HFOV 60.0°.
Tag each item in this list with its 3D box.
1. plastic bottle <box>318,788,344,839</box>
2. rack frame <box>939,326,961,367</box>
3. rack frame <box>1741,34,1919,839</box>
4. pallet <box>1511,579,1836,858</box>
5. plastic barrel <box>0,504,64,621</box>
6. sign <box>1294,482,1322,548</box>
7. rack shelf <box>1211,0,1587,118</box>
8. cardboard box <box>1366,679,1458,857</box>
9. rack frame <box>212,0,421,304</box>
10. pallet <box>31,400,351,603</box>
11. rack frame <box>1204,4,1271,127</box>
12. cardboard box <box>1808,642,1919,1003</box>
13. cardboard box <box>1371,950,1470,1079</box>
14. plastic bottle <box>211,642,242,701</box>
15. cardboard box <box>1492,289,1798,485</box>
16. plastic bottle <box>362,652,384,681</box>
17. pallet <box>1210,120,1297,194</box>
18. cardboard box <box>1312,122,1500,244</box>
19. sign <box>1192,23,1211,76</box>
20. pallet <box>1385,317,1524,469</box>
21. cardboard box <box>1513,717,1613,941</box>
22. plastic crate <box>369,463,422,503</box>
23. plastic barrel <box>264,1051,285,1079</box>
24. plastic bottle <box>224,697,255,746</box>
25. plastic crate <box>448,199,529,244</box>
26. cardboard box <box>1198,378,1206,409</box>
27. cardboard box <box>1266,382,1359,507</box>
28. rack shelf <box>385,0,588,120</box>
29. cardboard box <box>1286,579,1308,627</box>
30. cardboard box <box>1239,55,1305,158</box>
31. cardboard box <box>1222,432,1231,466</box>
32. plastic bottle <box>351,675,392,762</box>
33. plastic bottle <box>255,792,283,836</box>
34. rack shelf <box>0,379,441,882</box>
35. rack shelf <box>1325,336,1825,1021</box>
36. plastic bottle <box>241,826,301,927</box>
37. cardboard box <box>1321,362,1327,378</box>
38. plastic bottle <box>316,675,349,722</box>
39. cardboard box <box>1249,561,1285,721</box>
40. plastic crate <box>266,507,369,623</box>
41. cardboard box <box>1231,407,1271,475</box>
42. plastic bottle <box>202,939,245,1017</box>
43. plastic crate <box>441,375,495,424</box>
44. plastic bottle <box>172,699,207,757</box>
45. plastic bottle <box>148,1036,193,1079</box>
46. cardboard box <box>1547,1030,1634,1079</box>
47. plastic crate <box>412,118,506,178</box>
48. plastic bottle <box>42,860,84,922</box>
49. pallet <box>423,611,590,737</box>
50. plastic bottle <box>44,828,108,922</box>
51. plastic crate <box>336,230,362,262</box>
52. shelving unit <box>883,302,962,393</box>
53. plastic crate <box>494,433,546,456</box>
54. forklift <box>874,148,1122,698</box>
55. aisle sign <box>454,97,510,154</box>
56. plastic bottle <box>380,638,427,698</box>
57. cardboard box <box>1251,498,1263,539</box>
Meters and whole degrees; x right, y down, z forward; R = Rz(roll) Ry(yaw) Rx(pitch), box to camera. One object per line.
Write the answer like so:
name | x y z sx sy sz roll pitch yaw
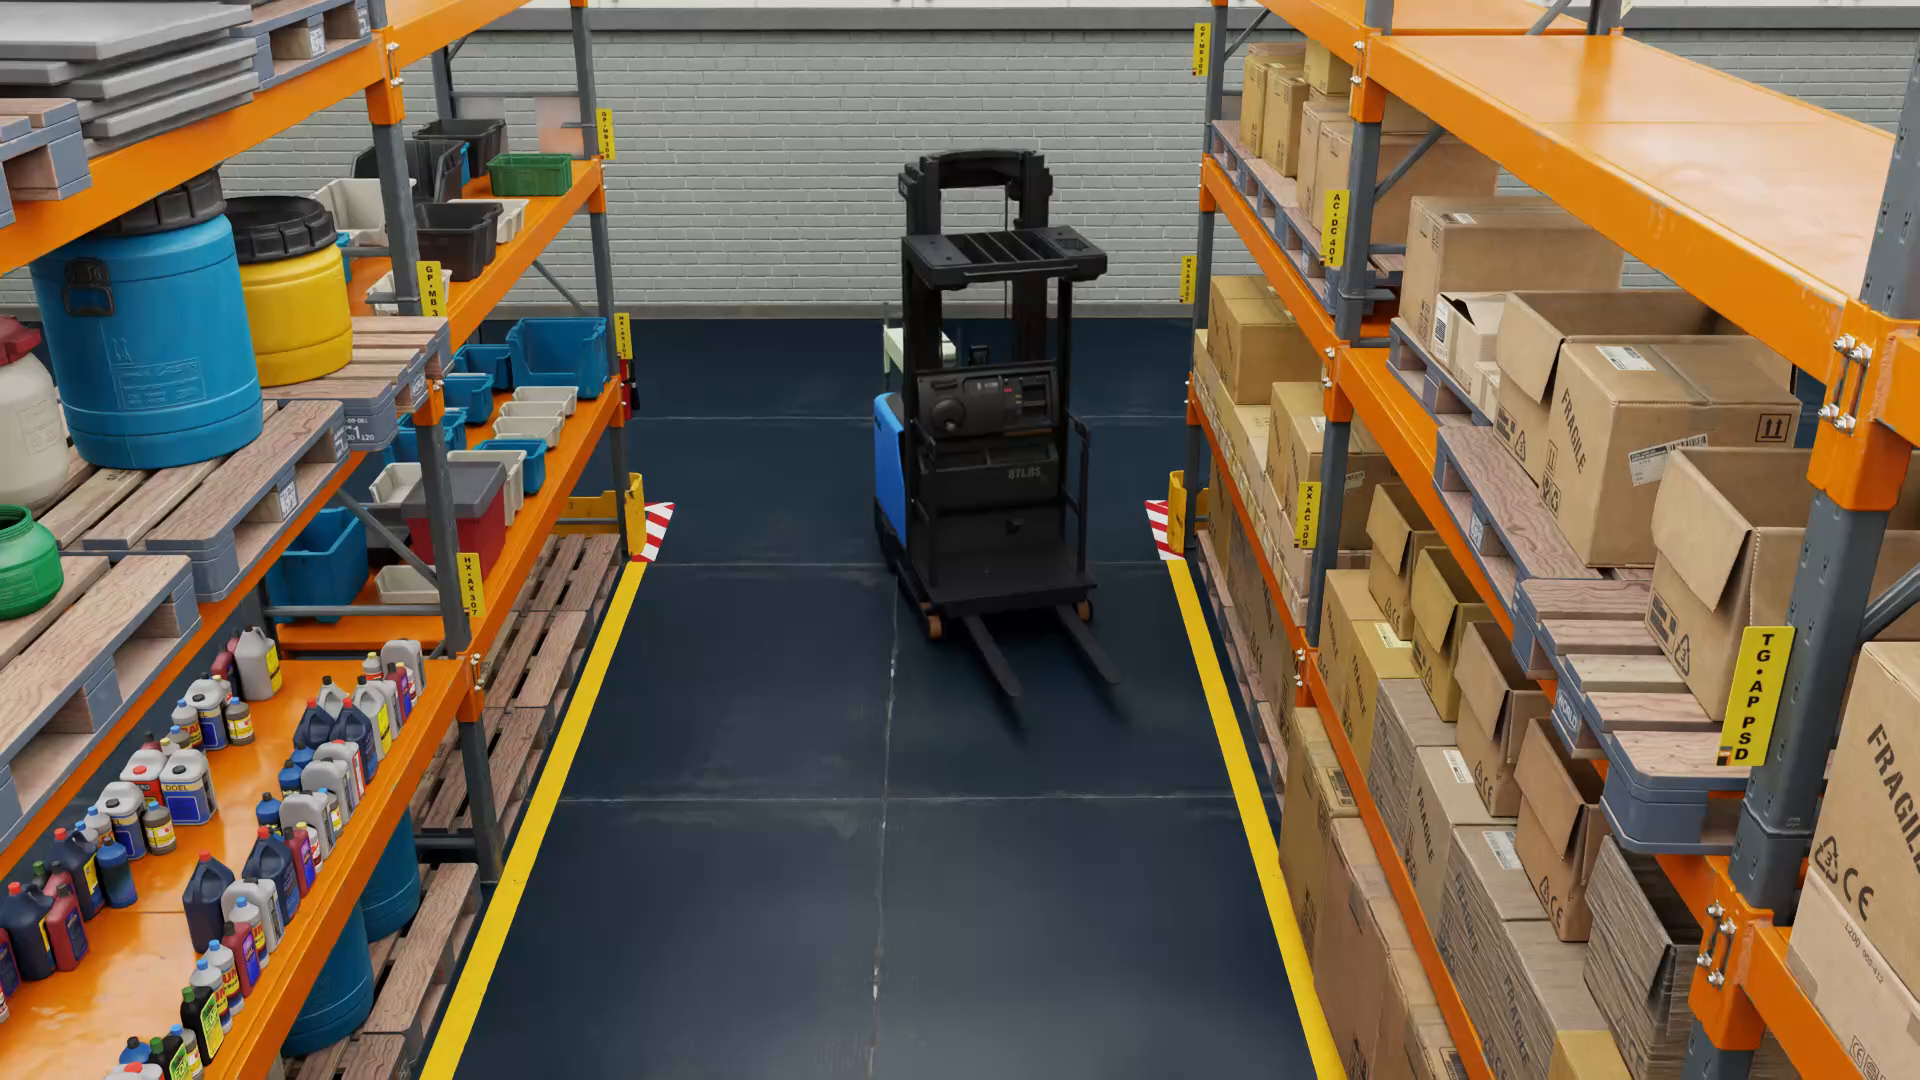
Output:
plastic bottle | -2.443 1.050 6.413 0.097 0.201 0.097 0 24 0
rack frame | -0.191 -0.822 12.130 0.400 1.500 0.023 -6 25 -13
rack frame | 2.186 -0.771 2.917 1.000 3.000 0.127 0 24 -1
pallet | 2.126 0.417 4.160 1.213 0.211 1.003 1 24 2
plastic barrel | -2.549 0.060 4.399 0.294 0.245 0.294 0 24 0
sign | 1.587 -0.113 7.596 0.100 0.325 0.005 0 24 -1
rack shelf | 2.120 -2.733 8.614 1.077 0.370 4.000 0 24 -1
cardboard box | 1.908 0.873 6.442 0.500 0.500 0.500 -1 24 -2
rack frame | -2.811 -2.397 6.512 1.000 3.000 0.127 0 24 -1
pallet | -2.689 -0.154 5.423 1.003 0.211 1.213 0 24 -1
rack frame | 2.098 -4.067 10.206 1.000 3.000 0.127 0 24 -1
cardboard box | 1.934 0.518 2.981 0.500 0.500 0.500 0 24 0
cardboard box | 2.197 2.088 5.946 1.225 0.875 0.875 0 24 0
plastic bottle | -3.232 0.598 7.313 0.061 0.283 0.133 0 24 -1
cardboard box | 2.142 -0.484 5.288 0.797 0.503 0.637 -1 24 -1
plastic bottle | -2.608 0.597 7.415 0.097 0.201 0.097 0 24 0
pallet | 2.117 -2.354 10.166 1.003 0.211 1.213 0 24 -1
cardboard box | 2.073 -1.657 7.764 0.700 0.500 0.500 -2 24 -4
sign | 1.543 -3.135 10.627 0.100 0.325 0.005 0 24 -1
pallet | 2.201 -0.587 6.384 0.805 0.209 1.217 -1 24 -3
cardboard box | 2.190 0.890 5.186 0.797 0.503 0.637 0 24 1
plastic crate | -3.130 -0.286 9.374 0.293 0.136 0.466 0 24 -1
plastic barrel | -2.897 2.028 6.518 0.421 0.512 0.421 0 24 0
plastic bottle | -3.058 0.762 7.049 0.097 0.201 0.097 0 24 0
plastic crate | -2.584 -1.708 8.949 0.437 0.136 0.530 0 24 -1
cardboard box | 1.777 -0.966 10.933 0.380 0.149 0.250 -1 24 -1
cardboard box | 1.868 -0.489 8.485 0.500 0.500 0.500 0 24 0
rack shelf | -2.832 -2.711 8.565 1.077 0.370 4.000 0 24 -1
cardboard box | 1.811 0.305 8.124 0.380 0.149 0.250 0 24 0
cardboard box | 2.043 -2.536 9.709 0.700 0.500 0.500 -1 24 -2
cardboard box | 1.789 -0.542 9.996 0.380 0.149 0.250 -1 24 -1
plastic bottle | -2.473 0.737 6.924 0.144 0.351 0.185 0 24 -1
plastic bottle | -2.594 1.074 6.275 0.097 0.271 0.097 0 24 0
rack shelf | -2.789 0.122 5.456 1.077 0.370 4.000 0 24 -1
rack shelf | 2.164 0.100 5.506 1.077 0.370 4.000 0 24 -1
plastic bottle | -2.461 1.191 5.921 0.144 0.351 0.185 0 24 -1
cardboard box | 2.374 -0.993 10.511 0.500 0.250 0.500 -1 24 -1
plastic bottle | -2.618 0.737 6.923 0.144 0.351 0.185 0 24 -1
cardboard box | 2.205 0.448 9.571 0.875 0.875 0.875 0 24 -1
plastic crate | -3.157 0.126 8.161 0.392 0.384 0.575 0 24 -1
cardboard box | 1.859 -0.566 9.565 0.500 0.250 0.500 -1 24 -2
plastic bottle | -2.432 1.435 5.476 0.097 0.271 0.097 0 24 0
plastic crate | -3.174 -0.888 10.587 0.416 0.233 0.300 0 24 -1
plastic bottle | -3.209 0.787 6.910 0.097 0.271 0.097 0 24 0
plastic bottle | -2.409 1.612 5.070 0.061 0.283 0.133 0 24 -1
cardboard box | 1.933 1.715 4.580 0.500 0.500 0.500 0 24 1
plastic crate | -3.129 -2.459 10.448 0.497 0.269 0.590 0 24 -1
plastic bottle | -3.153 1.271 5.824 0.061 0.283 0.133 0 24 -1
pallet | -2.874 0.801 10.107 1.003 0.211 1.213 0 24 -1
plastic bottle | -3.174 1.175 5.955 0.144 0.351 0.185 0 24 -1
plastic crate | -3.205 -1.432 8.340 0.293 0.136 0.466 0 24 -1
shelving unit | -0.284 -0.968 12.453 0.431 1.500 0.755 -6 25 -13
plastic crate | -2.626 -0.527 9.906 0.298 0.136 0.250 0 24 -1
forklift | 0.240 -0.866 10.491 1.130 2.935 3.031 -6 25 -13
aisle sign | -3.152 -2.524 10.920 0.394 0.787 0.004 0 24 -1
plastic bottle | -2.483 0.554 7.418 0.152 0.276 0.135 0 24 -1
cardboard box | 1.800 -0.119 9.062 0.380 0.149 0.250 0 24 0
